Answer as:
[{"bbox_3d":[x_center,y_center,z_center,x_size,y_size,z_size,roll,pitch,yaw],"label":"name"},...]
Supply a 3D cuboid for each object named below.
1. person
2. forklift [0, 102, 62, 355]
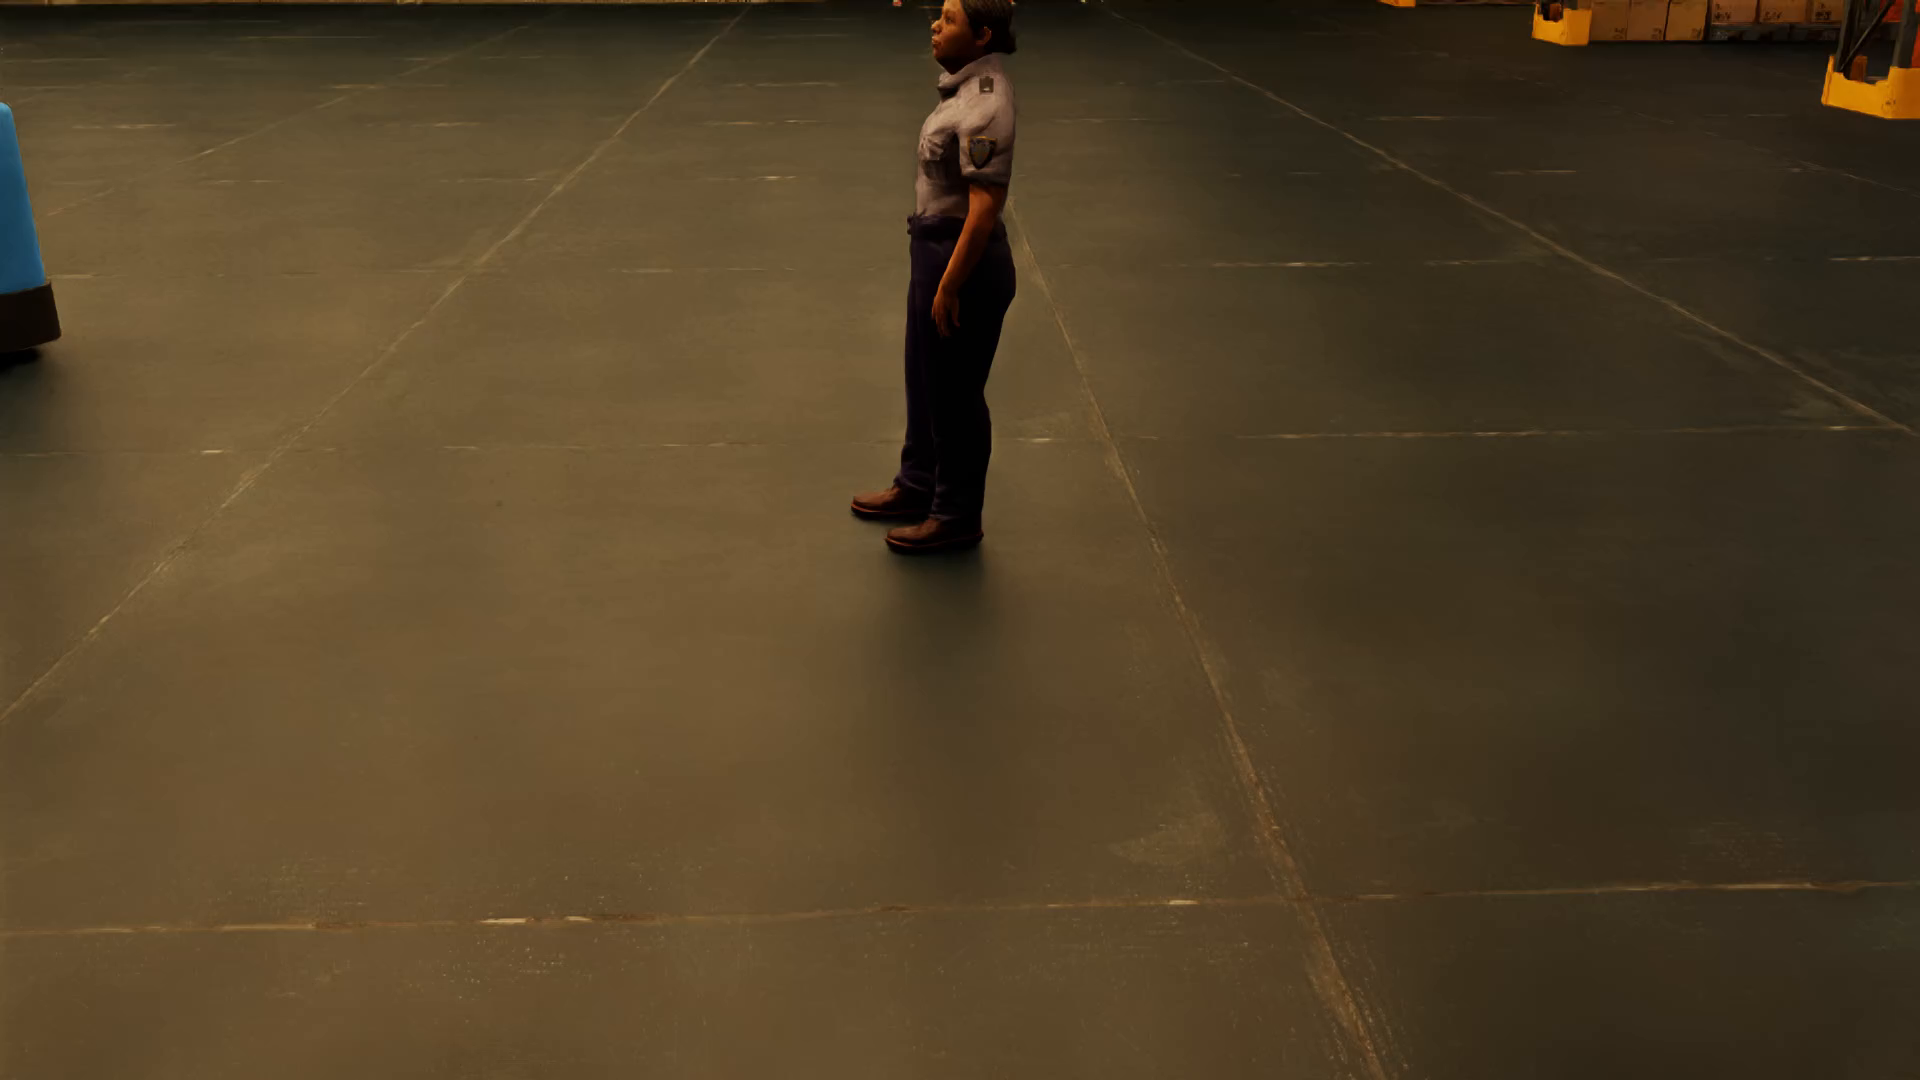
[{"bbox_3d":[-0.091,-0.780,4.886,0.502,1.650,0.599,-1,21,-3],"label":"person"},{"bbox_3d":[-5.465,-2.229,6.839,3.031,2.935,1.130,9,23,21],"label":"forklift"}]
